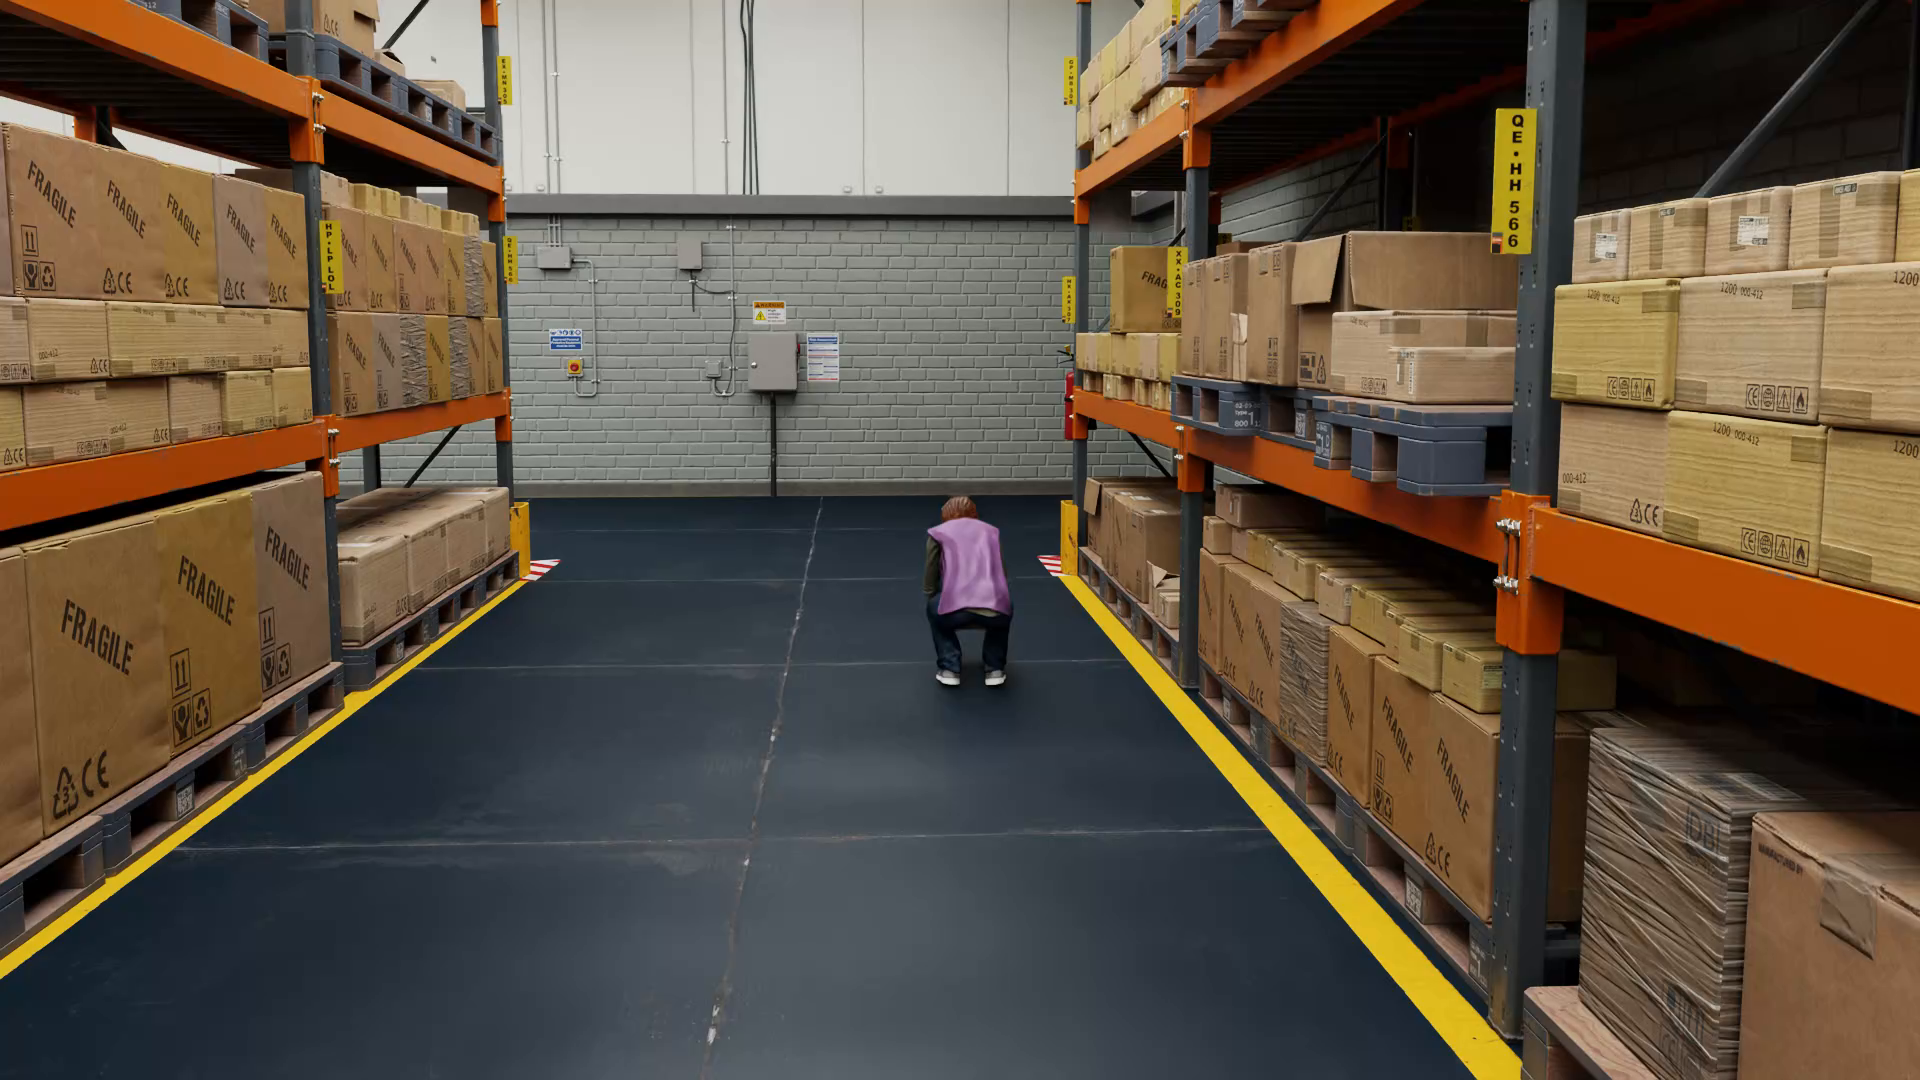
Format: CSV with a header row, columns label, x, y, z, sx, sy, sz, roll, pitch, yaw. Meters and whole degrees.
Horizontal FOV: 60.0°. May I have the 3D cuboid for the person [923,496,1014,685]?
label,x,y,z,sx,sy,sz,roll,pitch,yaw
person,0.040,0.247,8.212,0.451,0.888,0.822,0,7,-1
